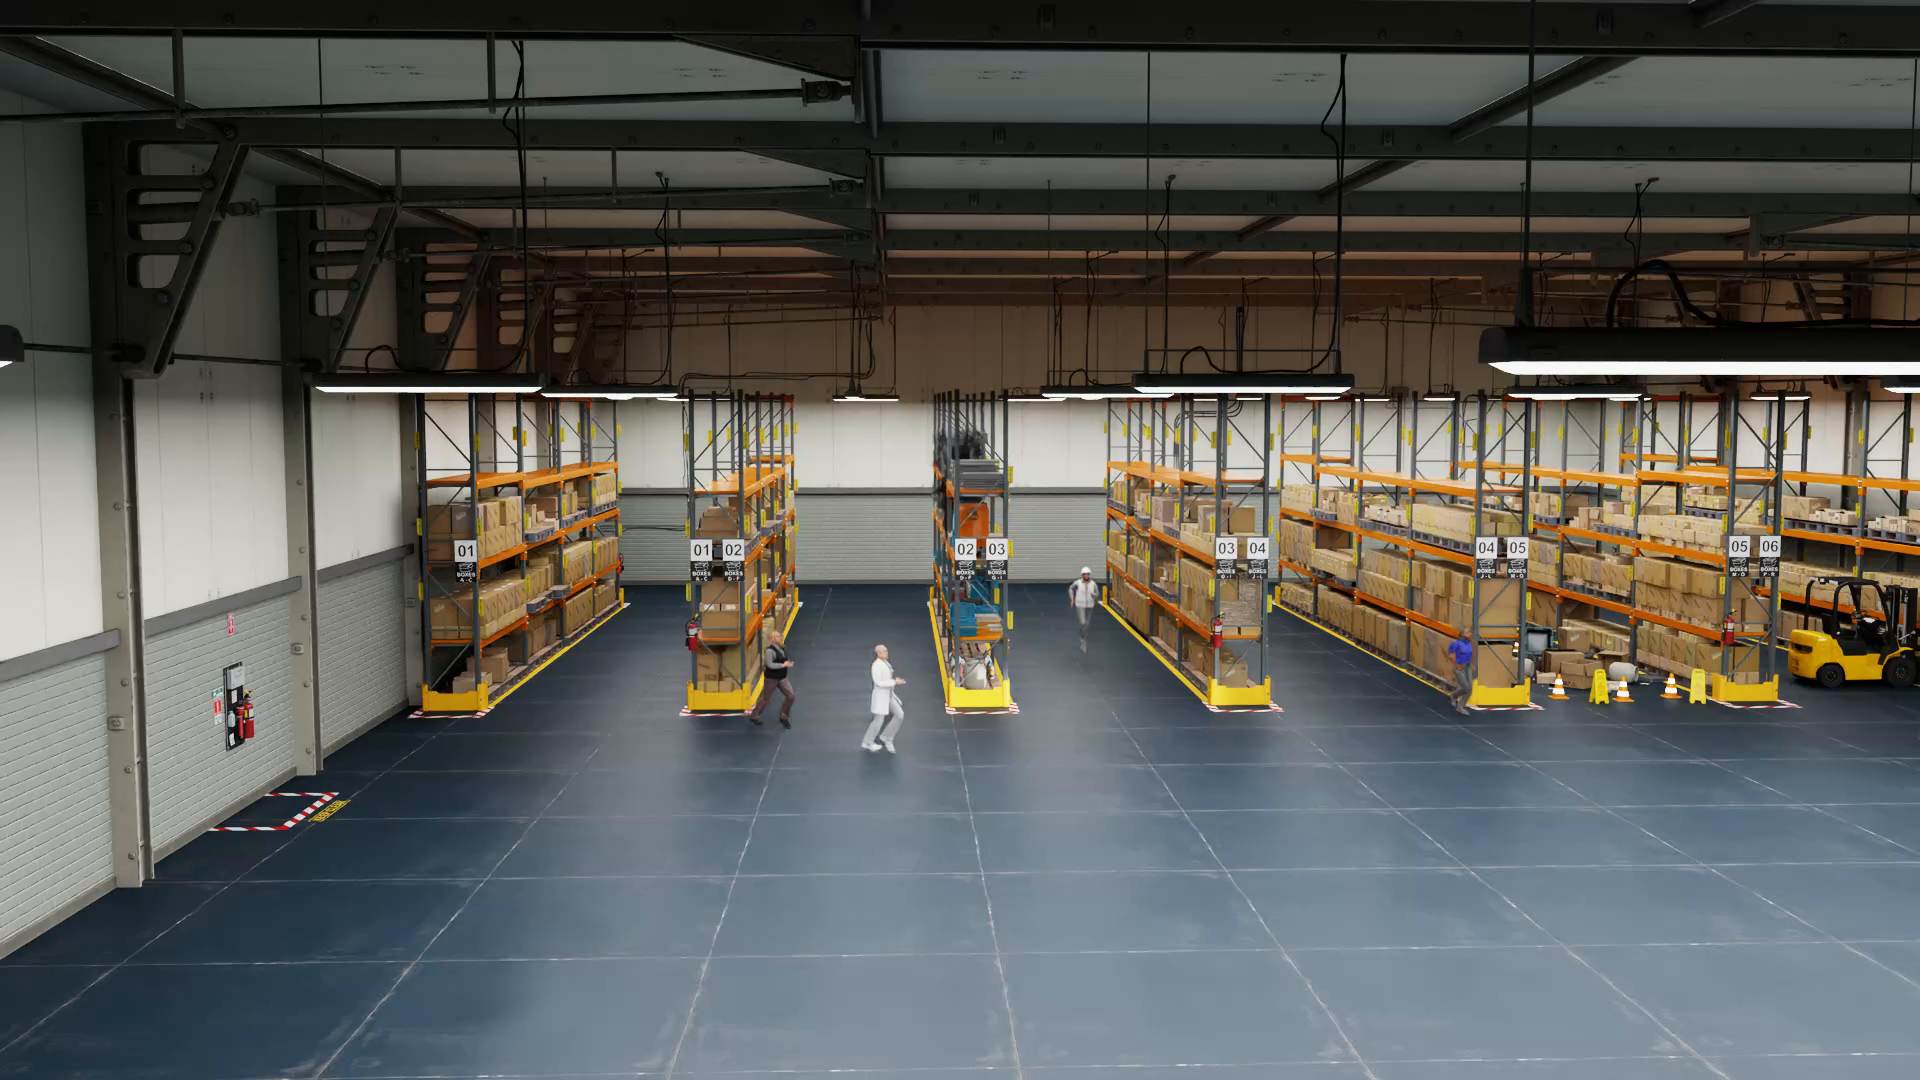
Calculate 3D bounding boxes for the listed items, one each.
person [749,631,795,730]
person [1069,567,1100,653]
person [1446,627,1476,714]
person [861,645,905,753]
[{"bbox_3d":[-3.269,2.478,29.332,0.888,1.762,0.662,3,5,29],"label":"person"},{"bbox_3d":[2.799,1.548,37.162,0.621,1.894,0.805,-1,5,-14],"label":"person"},{"bbox_3d":[9.329,2.420,30.824,0.607,1.614,0.506,-2,5,-24],"label":"person"},{"bbox_3d":[-1.250,2.617,27.299,0.782,1.807,0.674,2,5,23],"label":"person"}]
